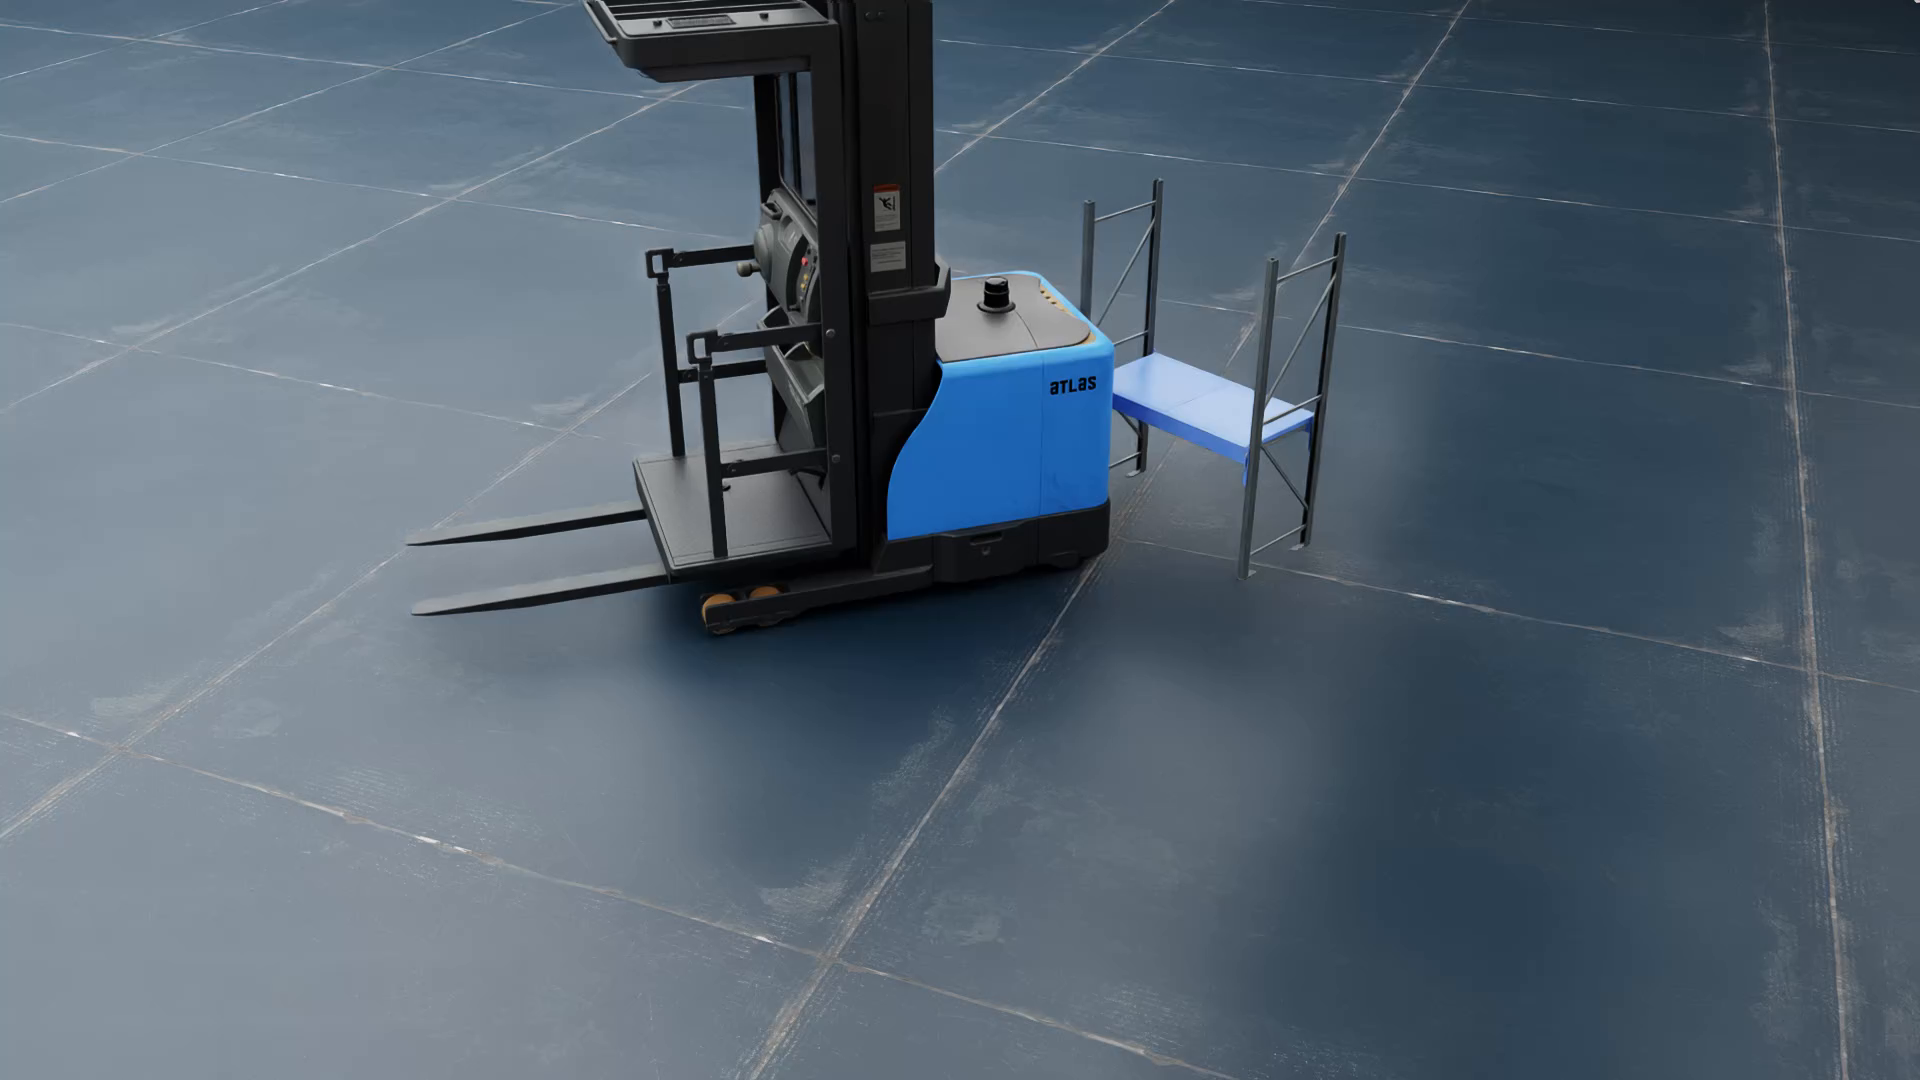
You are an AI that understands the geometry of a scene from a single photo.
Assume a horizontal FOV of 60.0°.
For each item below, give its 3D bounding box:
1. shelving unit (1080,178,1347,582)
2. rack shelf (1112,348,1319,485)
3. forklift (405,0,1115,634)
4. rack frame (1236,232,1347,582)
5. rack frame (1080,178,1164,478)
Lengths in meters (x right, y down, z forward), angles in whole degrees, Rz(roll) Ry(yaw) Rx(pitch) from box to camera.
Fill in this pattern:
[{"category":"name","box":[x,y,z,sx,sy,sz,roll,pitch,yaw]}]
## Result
[{"category":"shelving unit","box":[1.086,-0.738,7.532,0.538,1.500,1.048,-24,38,-36]},{"category":"rack shelf","box":[1.086,-0.582,7.621,0.538,0.185,1.000,-24,38,-36]},{"category":"forklift","box":[-0.899,-1.170,6.842,3.031,2.935,1.130,-9,31,-16]},{"category":"rack frame","box":[1.430,-0.554,7.206,0.500,1.500,0.032,-24,38,-36]},{"category":"rack frame","box":[0.742,-0.923,7.858,0.500,1.500,0.032,-24,38,-36]}]
